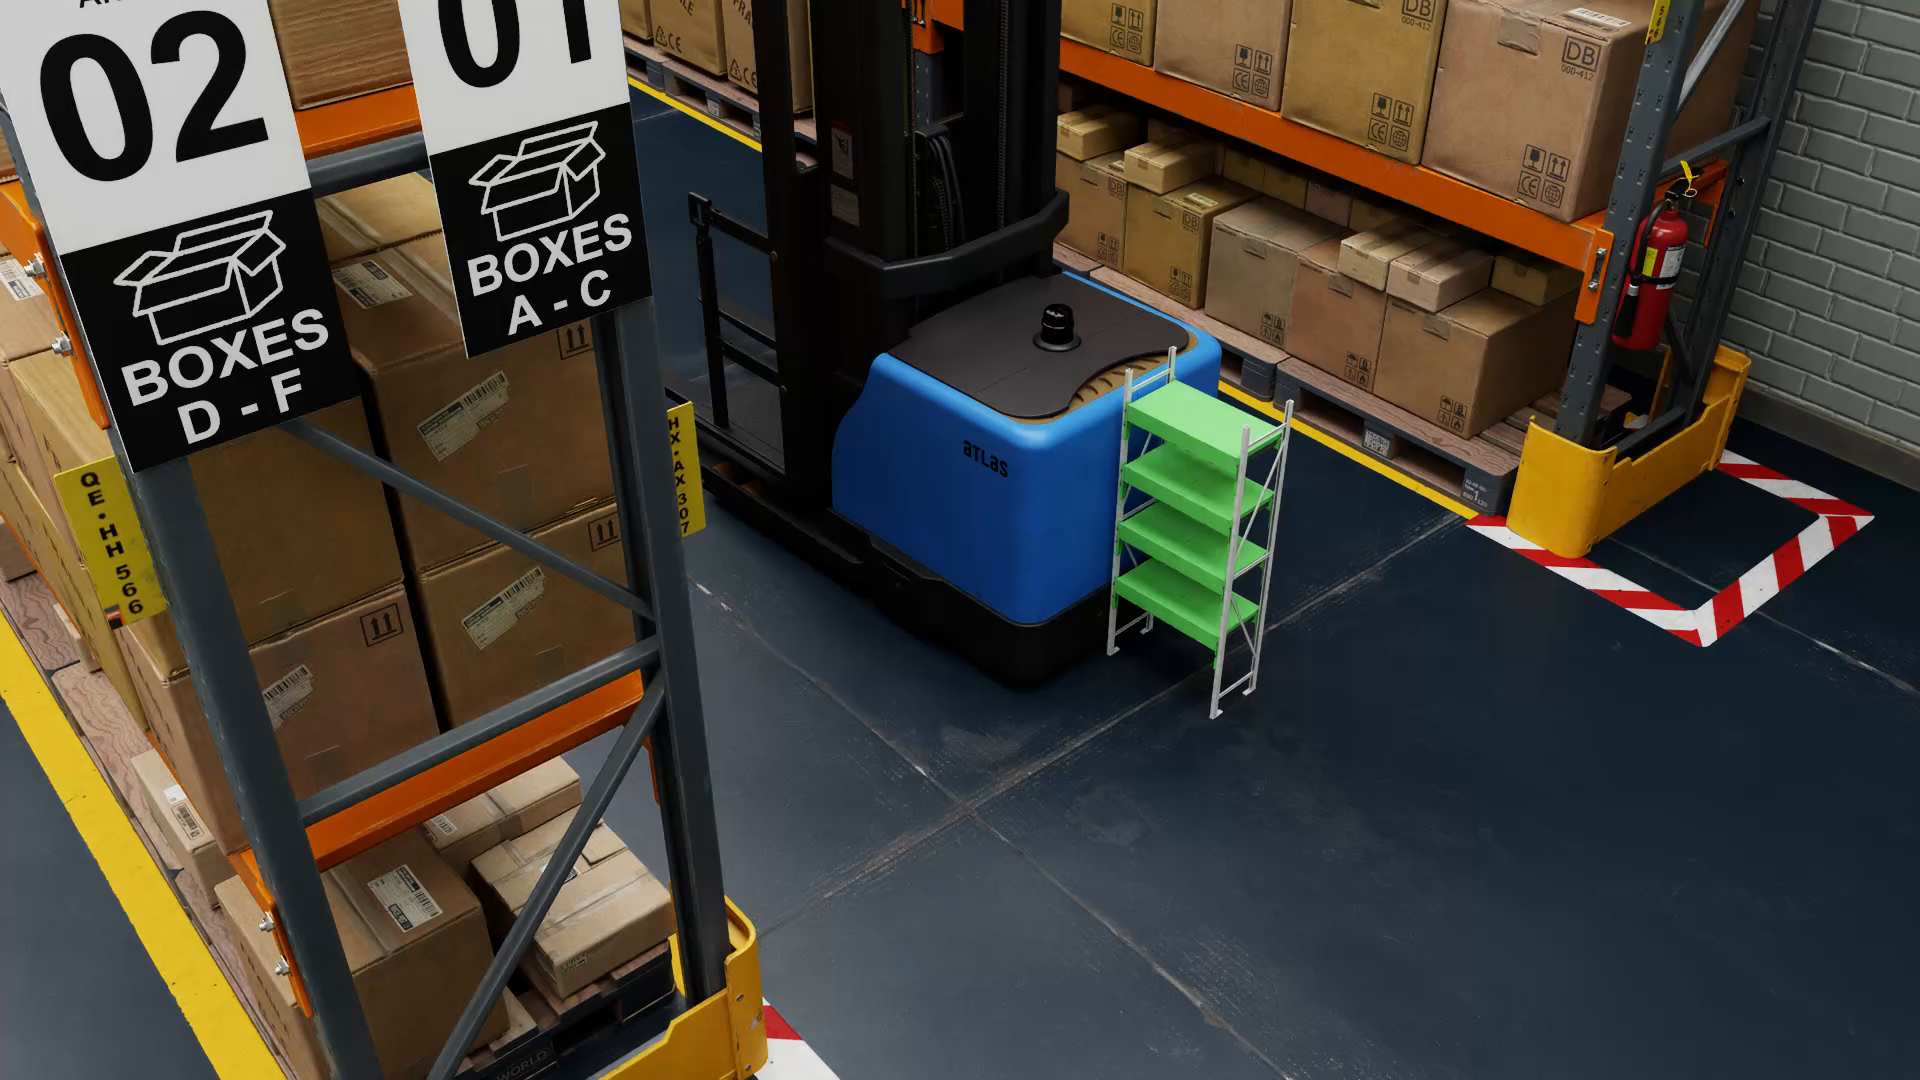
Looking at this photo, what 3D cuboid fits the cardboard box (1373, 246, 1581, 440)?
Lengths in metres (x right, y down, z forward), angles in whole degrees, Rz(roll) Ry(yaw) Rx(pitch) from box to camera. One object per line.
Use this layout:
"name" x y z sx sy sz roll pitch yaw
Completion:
"cardboard box" 2.231 -0.860 7.169 0.700 0.500 0.500 -26 43 -32

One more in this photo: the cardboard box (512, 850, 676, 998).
"cardboard box" -1.031 1.083 4.712 0.380 0.149 0.250 -26 43 -32

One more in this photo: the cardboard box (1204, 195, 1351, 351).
"cardboard box" 1.583 -1.303 7.794 0.700 0.500 0.500 -28 44 -33

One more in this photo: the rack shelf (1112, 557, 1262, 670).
"rack shelf" 0.804 0.239 5.901 0.258 0.148 0.480 -29 44 -34

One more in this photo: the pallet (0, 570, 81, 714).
"pallet" -3.162 0.088 6.444 1.003 0.211 1.213 -26 43 -32

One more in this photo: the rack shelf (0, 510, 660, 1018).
"rack shelf" -2.314 -0.177 5.028 1.077 0.370 4.000 -26 43 -32

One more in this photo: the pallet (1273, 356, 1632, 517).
"pallet" 2.183 -0.623 7.447 1.003 0.211 1.213 -26 43 -32

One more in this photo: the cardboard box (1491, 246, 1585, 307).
"cardboard box" 2.464 -1.144 7.009 0.380 0.149 0.250 -26 43 -31

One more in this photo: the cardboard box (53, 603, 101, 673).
"cardboard box" -2.933 0.267 5.849 0.380 0.166 0.250 -26 43 -32

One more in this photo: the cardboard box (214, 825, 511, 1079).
"cardboard box" -1.562 1.104 4.377 0.500 0.500 0.500 -26 43 -32

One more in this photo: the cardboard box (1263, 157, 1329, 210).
"cardboard box" 1.644 -1.703 7.798 0.380 0.149 0.250 -26 43 -31

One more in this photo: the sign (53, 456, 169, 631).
"sign" -1.460 0.009 2.867 0.100 0.325 0.005 -26 43 -32

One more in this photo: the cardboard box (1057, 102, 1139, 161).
"cardboard box" 0.663 -2.032 8.261 0.380 0.149 0.250 -24 42 -30

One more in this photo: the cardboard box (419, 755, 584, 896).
"cardboard box" -1.480 0.788 5.040 0.500 0.250 0.500 -26 43 -32

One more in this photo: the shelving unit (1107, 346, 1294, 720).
"shelving unit" 0.804 -0.009 5.725 0.258 1.200 0.503 -29 44 -34

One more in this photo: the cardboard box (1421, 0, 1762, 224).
"cardboard box" 2.422 -1.781 6.410 0.980 0.700 0.700 -24 42 -30

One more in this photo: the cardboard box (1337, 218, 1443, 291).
"cardboard box" 1.843 -1.226 7.124 0.380 0.149 0.250 -25 42 -31

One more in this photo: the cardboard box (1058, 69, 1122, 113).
"cardboard box" 0.640 -2.389 8.766 0.380 0.149 0.250 -26 43 -32

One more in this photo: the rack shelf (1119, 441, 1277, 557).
"rack shelf" 0.804 -0.153 5.623 0.258 0.148 0.480 -29 44 -34

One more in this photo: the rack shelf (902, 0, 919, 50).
"rack shelf" -1.113 -3.793 10.132 1.077 0.370 4.000 -26 43 -32

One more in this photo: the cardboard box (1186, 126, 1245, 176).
"cardboard box" 1.314 -1.929 8.117 0.380 0.149 0.250 -26 43 -31

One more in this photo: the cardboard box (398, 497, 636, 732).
"cardboard box" -1.108 0.077 3.959 0.500 0.500 0.500 -25 42 -31

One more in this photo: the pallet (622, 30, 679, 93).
"pallet" -1.953 -3.455 11.446 1.003 0.211 1.213 -26 43 -32

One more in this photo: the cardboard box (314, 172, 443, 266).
"cardboard box" -1.451 -0.559 3.992 0.500 0.500 0.500 -26 43 -31

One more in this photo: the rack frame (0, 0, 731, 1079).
"rack frame" -1.023 0.412 3.573 1.000 3.000 0.127 -26 43 -32

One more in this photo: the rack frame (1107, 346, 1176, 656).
"rack frame" 0.635 -0.111 5.869 0.240 1.200 0.015 -29 44 -34

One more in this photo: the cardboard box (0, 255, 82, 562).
"cardboard box" -1.847 -0.353 3.702 0.500 0.500 0.500 -25 42 -31

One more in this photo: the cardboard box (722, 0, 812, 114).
"cardboard box" -0.917 -3.127 10.067 0.750 0.750 0.750 -25 42 -30

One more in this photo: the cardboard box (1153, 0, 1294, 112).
"cardboard box" 1.459 -2.438 7.338 0.980 0.700 0.700 -28 44 -34

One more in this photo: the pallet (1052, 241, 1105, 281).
"pallet" 0.608 -1.700 8.968 1.003 0.211 1.213 -26 43 -32

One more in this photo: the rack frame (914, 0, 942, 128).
"rack frame" 0.177 -3.203 8.677 1.000 3.000 0.127 -26 43 -32

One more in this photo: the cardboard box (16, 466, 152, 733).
"cardboard box" -1.857 0.047 4.001 0.500 0.500 0.500 -26 43 -31

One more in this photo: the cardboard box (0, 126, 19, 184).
"cardboard box" -1.556 -0.879 2.931 0.500 0.250 0.500 -26 43 -32

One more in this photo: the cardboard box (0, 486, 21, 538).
"cardboard box" -2.500 -0.398 4.629 0.500 0.500 0.500 -27 43 -32

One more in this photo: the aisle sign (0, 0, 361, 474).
"aisle sign" -1.213 -0.504 2.618 0.394 0.787 0.004 -26 43 -32

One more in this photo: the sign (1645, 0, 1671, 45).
"sign" 2.335 -1.810 5.504 0.100 0.325 0.005 -26 43 -32

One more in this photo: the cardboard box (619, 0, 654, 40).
"cardboard box" -2.030 -3.890 11.144 0.750 0.750 0.750 -27 43 -32

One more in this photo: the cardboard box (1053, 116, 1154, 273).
"cardboard box" 0.903 -1.763 8.443 0.700 0.500 0.500 -26 43 -32

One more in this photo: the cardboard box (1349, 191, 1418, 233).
"cardboard box" 1.975 -1.478 7.480 0.380 0.149 0.250 -26 43 -31

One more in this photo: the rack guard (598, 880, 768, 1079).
"rack guard" -1.072 1.399 4.343 1.175 0.500 0.348 -26 43 -32

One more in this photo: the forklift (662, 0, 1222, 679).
"forklift" -0.432 -1.457 6.271 1.130 2.935 3.031 -29 44 -34

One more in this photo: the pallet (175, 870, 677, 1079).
"pallet" -1.587 1.165 4.923 1.003 0.211 1.213 -26 43 -32
